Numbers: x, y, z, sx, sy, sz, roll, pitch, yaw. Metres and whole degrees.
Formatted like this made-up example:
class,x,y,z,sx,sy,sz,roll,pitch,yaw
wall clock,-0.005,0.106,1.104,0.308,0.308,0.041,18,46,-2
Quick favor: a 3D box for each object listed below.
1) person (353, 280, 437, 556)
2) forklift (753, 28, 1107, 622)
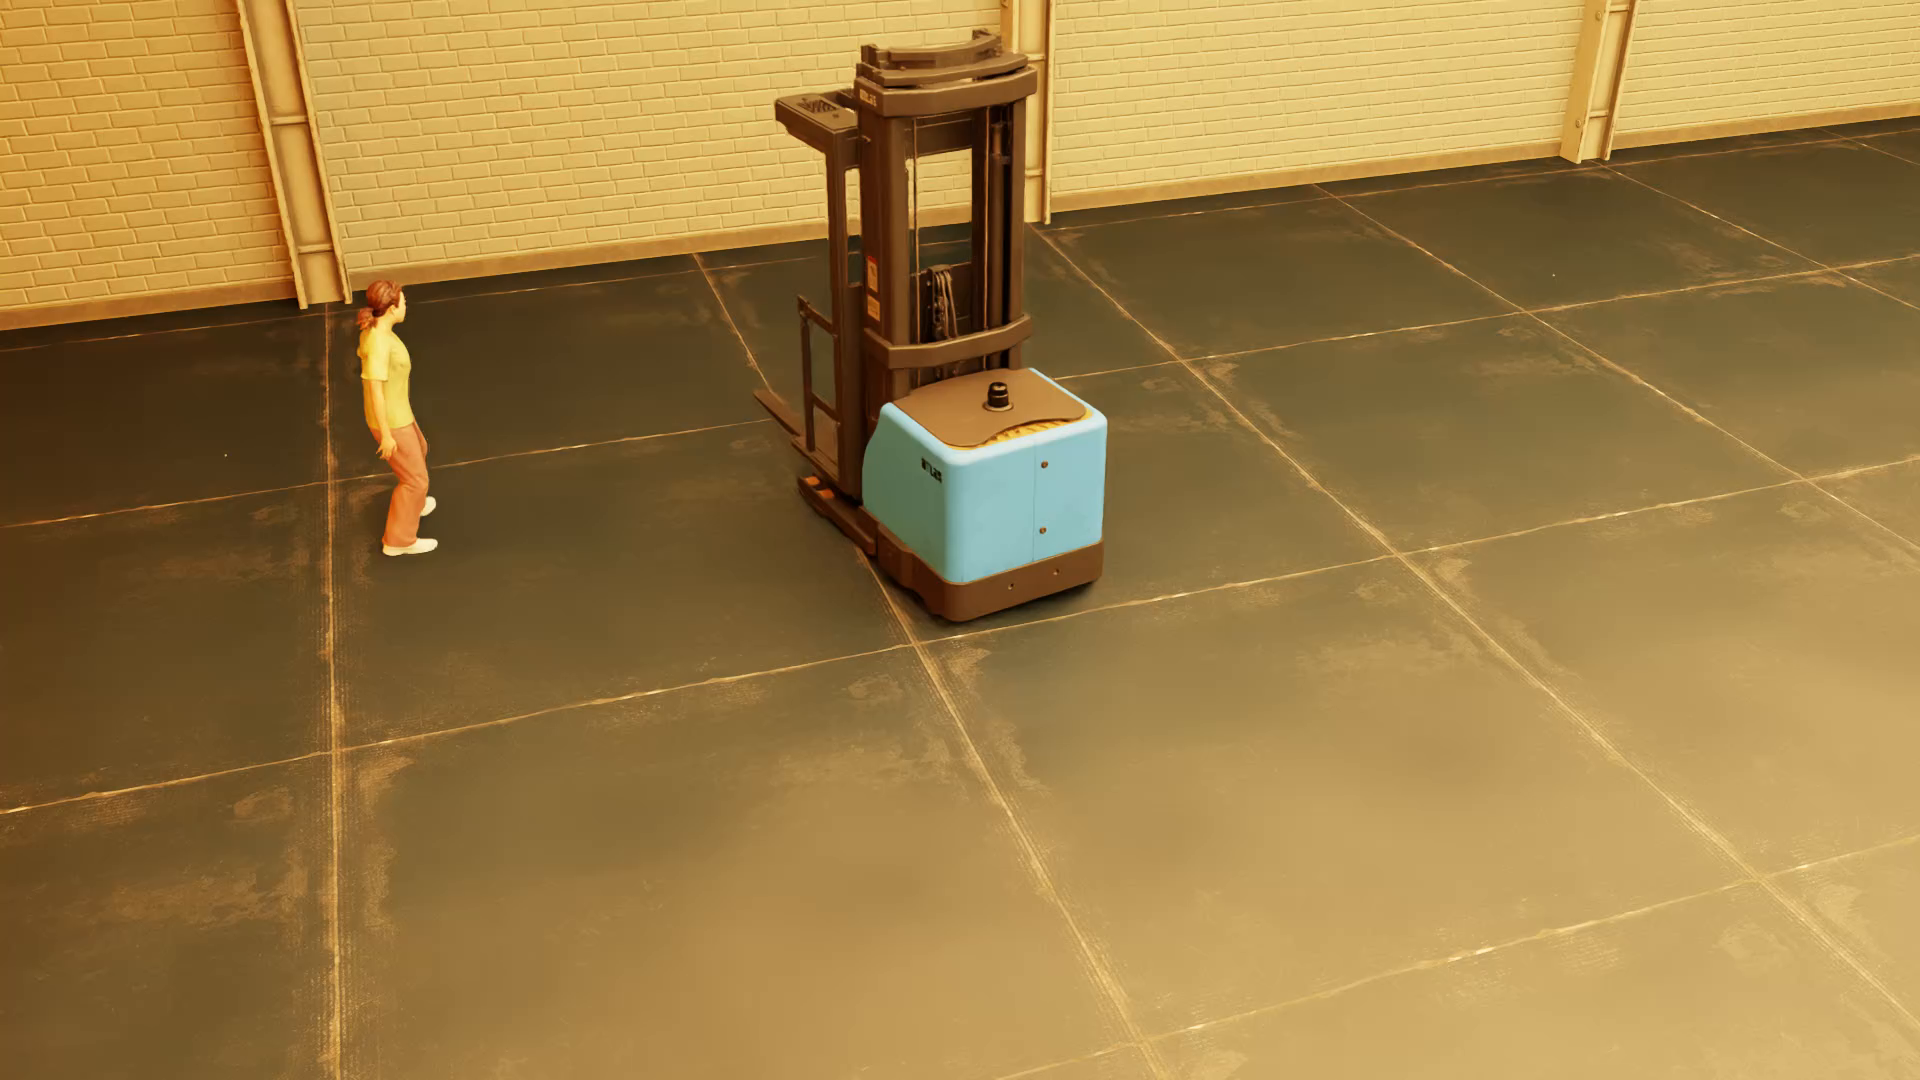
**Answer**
class,x,y,z,sx,sy,sz,roll,pitch,yaw
person,-3.294,-0.713,9.631,0.381,1.644,0.796,-12,32,-20
forklift,-0.359,-1.524,9.736,1.130,2.935,3.031,-16,34,-26
